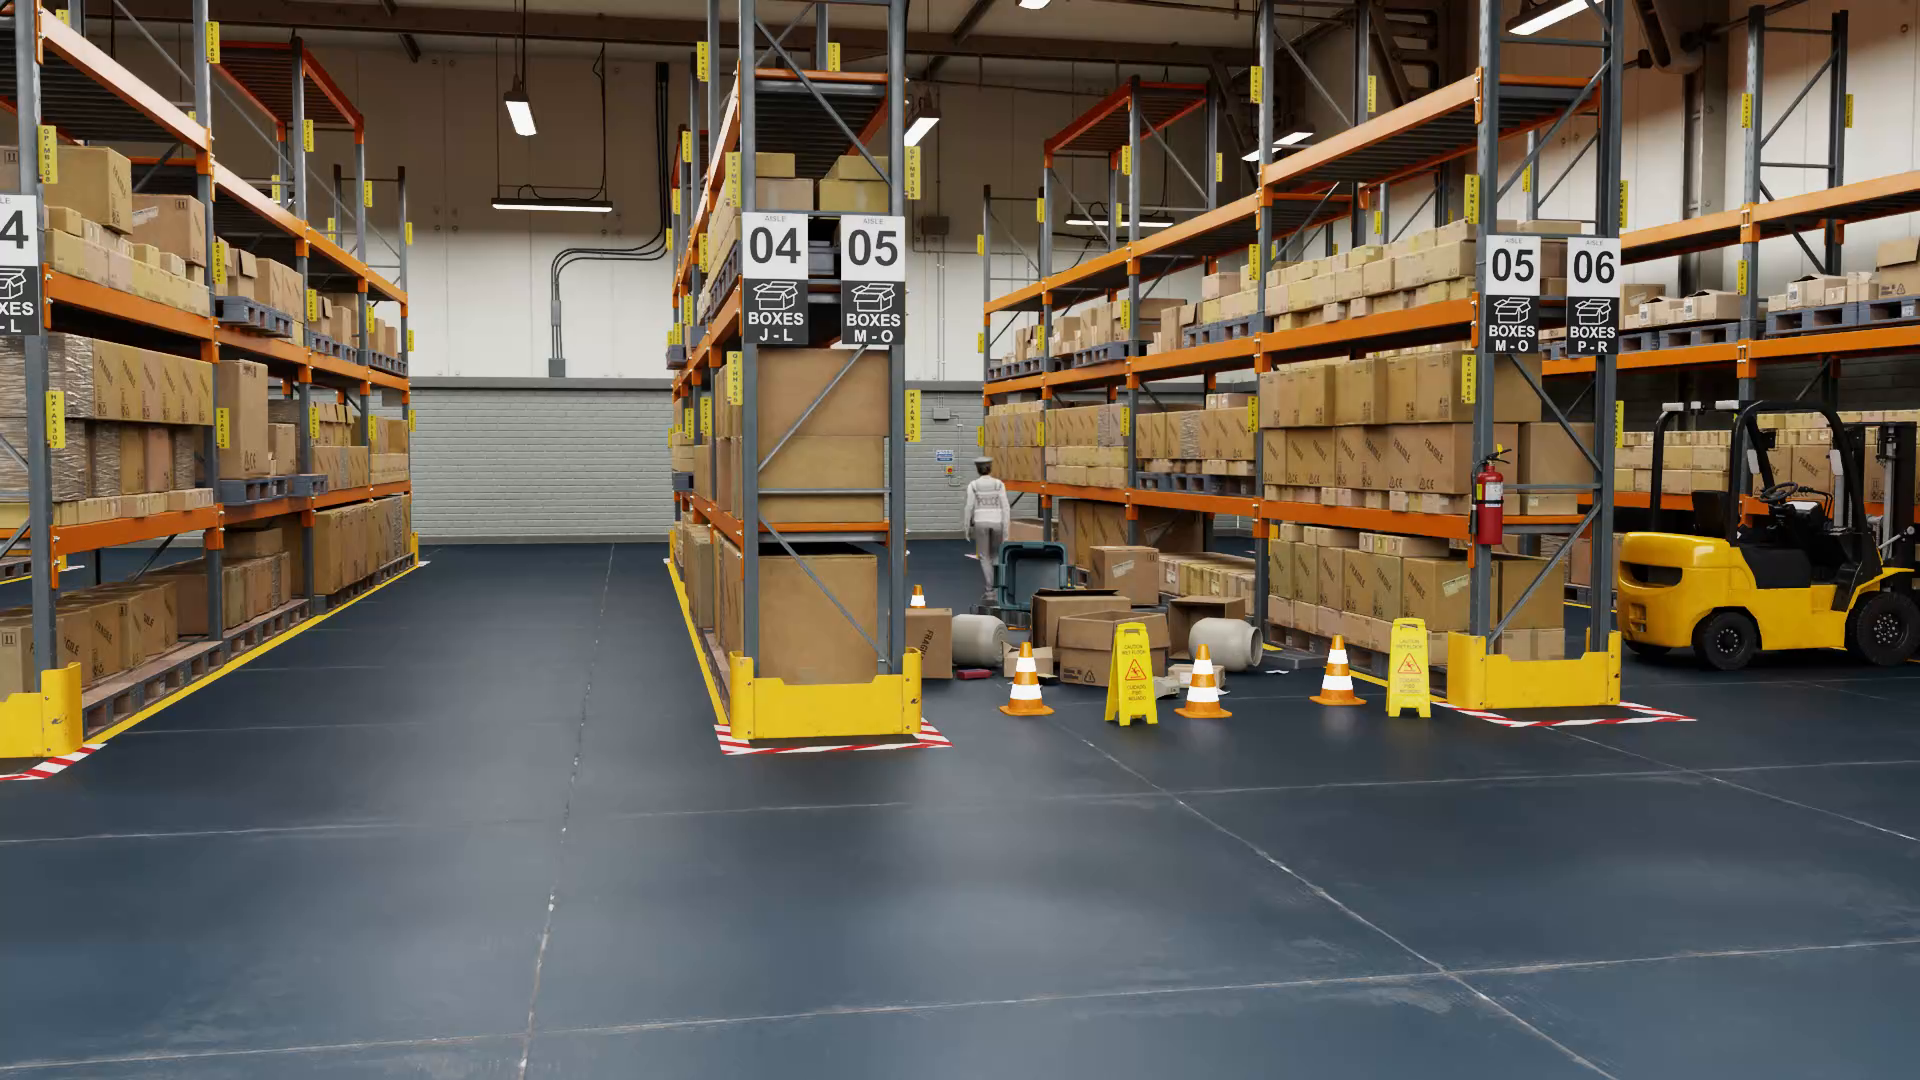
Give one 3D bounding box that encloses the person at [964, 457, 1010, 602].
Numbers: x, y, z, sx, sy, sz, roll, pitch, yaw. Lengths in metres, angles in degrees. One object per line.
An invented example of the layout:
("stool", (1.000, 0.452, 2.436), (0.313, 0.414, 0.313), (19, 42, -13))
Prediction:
("person", (0.319, -0.085, 18.971), (0.507, 1.731, 0.581), (-1, 3, -14))
